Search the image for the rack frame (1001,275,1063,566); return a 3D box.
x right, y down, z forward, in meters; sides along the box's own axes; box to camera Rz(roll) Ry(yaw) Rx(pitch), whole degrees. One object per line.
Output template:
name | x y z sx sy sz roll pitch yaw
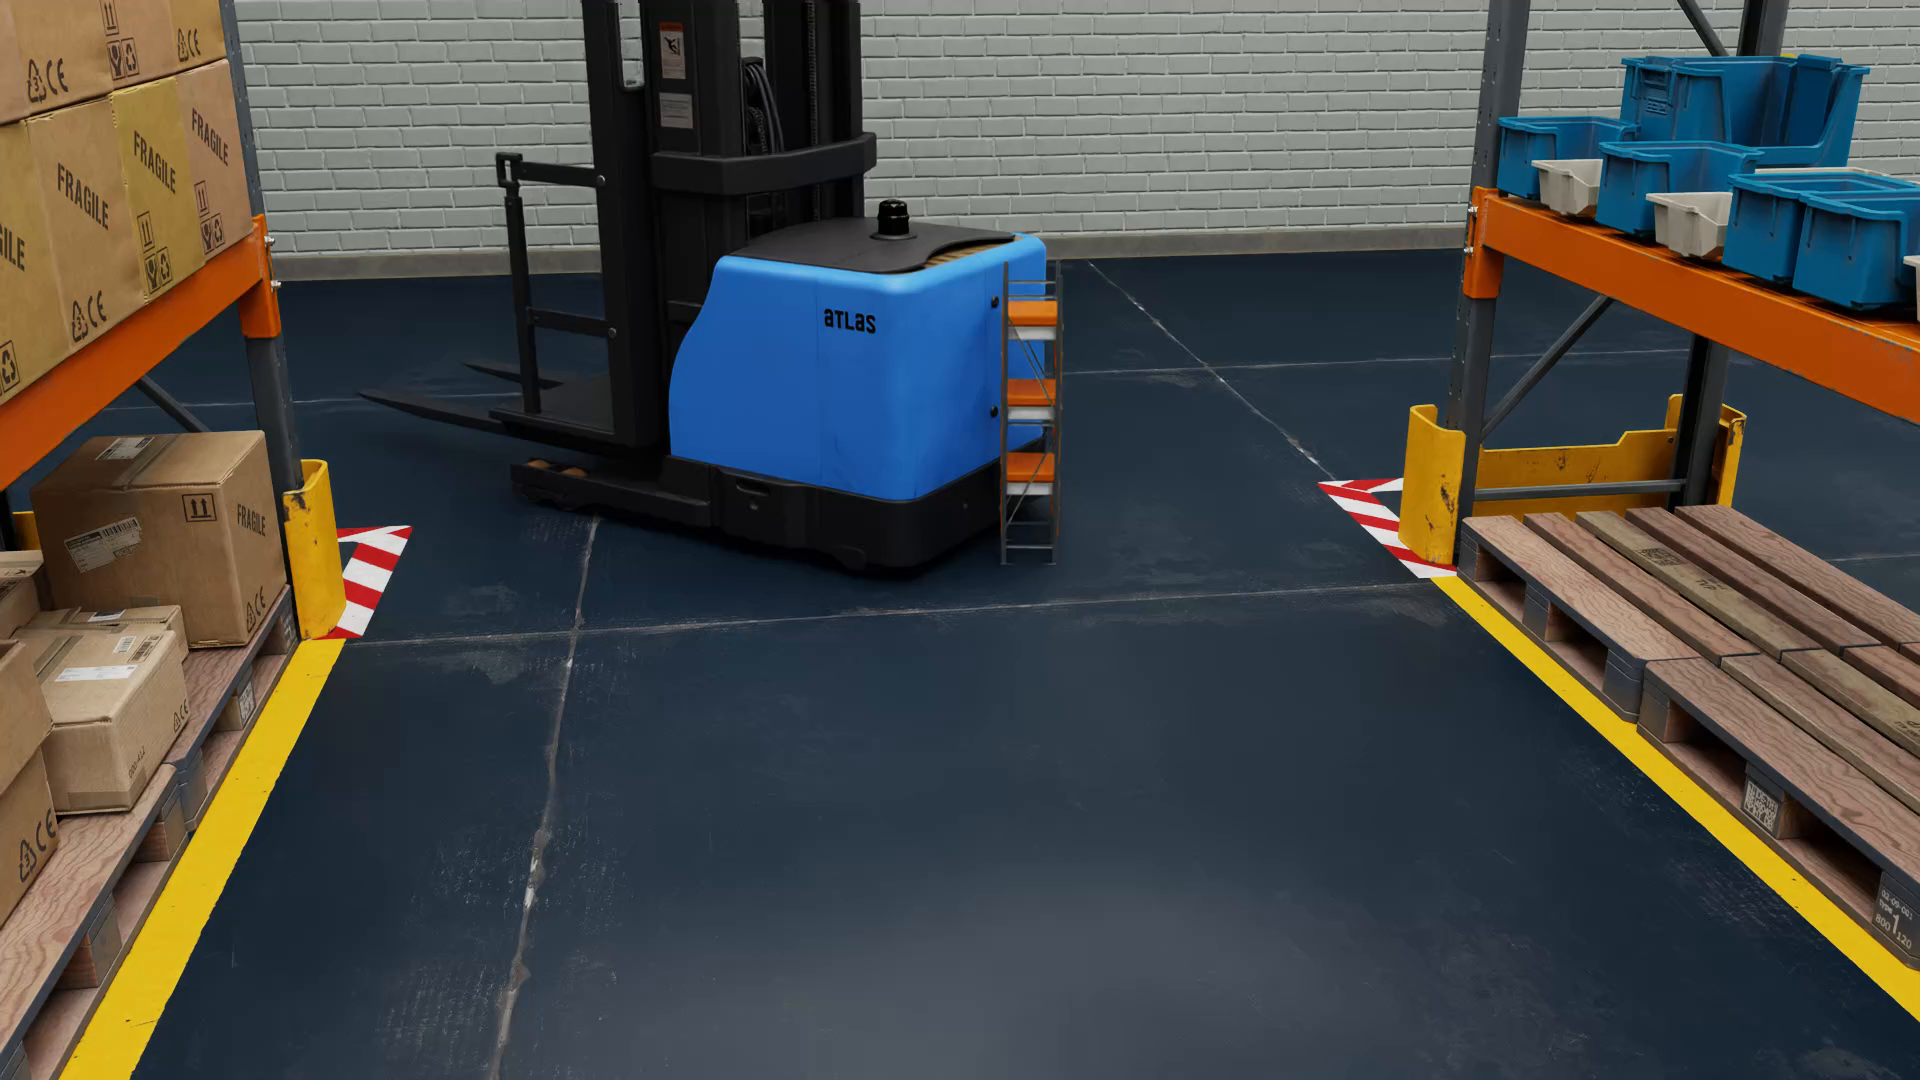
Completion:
rack frame | 0.247 -0.401 5.789 0.200 1.050 0.008 1 20 1

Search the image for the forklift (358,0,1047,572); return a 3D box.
forklift | -1.187 -1.631 6.394 3.031 2.935 1.130 12 24 30

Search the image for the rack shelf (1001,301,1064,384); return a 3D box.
rack shelf | 0.250 -0.699 5.807 0.215 0.259 0.240 1 20 1

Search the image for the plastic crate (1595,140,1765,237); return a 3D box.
plastic crate | 2.057 -1.012 4.792 0.416 0.233 0.300 -3 21 -8

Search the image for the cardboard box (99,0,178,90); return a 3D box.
cardboard box | -2.239 -1.344 3.955 0.500 0.500 0.500 -2 21 -6

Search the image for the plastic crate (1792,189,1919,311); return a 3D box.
plastic crate | 2.196 -0.680 3.903 0.416 0.233 0.300 -3 21 -8

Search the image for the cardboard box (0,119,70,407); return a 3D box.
cardboard box | -2.098 -0.522 3.184 0.500 0.500 0.500 -3 21 -9

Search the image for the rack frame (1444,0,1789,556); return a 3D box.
rack frame | 2.253 -1.392 5.656 1.000 3.000 0.127 -3 21 -8

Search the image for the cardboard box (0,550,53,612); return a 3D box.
cardboard box | -2.929 0.148 4.978 0.380 0.149 0.250 -3 21 -8

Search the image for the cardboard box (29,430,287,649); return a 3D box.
cardboard box | -2.327 -0.003 4.881 0.500 0.500 0.500 -3 21 -8

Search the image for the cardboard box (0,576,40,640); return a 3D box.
cardboard box | -2.780 0.314 4.389 0.500 0.250 0.500 -3 21 -8

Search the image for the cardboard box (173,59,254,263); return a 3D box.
cardboard box | -2.315 -1.049 4.595 0.500 0.500 0.500 -2 21 -6

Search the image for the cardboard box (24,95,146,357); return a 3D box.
cardboard box | -2.171 -0.697 3.651 0.500 0.500 0.500 -3 21 -7

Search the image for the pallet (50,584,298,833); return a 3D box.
pallet | -2.523 0.465 4.670 1.003 0.211 1.213 -3 21 -8

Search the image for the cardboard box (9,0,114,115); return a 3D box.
cardboard box | -2.160 -1.165 3.475 0.500 0.500 0.500 -2 21 -6

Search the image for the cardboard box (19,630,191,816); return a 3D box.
cardboard box | -2.220 0.445 4.040 0.500 0.250 0.500 -3 21 -8

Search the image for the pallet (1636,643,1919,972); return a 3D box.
pallet | 2.506 0.623 4.246 1.003 0.211 1.213 -3 21 -8

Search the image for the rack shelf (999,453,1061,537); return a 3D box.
rack shelf | 0.250 -0.173 6.004 0.215 0.259 0.240 1 20 1

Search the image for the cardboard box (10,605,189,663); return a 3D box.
cardboard box | -2.358 0.298 4.551 0.380 0.166 0.250 -3 21 -8

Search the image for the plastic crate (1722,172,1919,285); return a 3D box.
plastic crate | 2.152 -0.784 4.181 0.416 0.233 0.300 -3 21 -8

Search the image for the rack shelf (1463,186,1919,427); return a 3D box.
rack shelf | 2.541 -0.363 3.928 1.077 0.370 4.000 -3 21 -8

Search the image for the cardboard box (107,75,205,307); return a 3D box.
cardboard box | -2.237 -0.870 4.115 0.500 0.500 0.500 -3 21 -7

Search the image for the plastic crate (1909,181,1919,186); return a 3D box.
plastic crate | 2.577 -0.922 4.690 0.396 0.136 0.243 -3 21 -8

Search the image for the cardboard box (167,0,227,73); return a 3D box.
cardboard box | -2.313 -1.519 4.423 0.500 0.500 0.500 -3 21 -8

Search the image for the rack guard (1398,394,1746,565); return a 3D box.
rack guard | 2.236 -0.229 6.114 1.175 0.500 0.348 -3 21 -8

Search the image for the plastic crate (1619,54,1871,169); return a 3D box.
plastic crate | 2.486 -1.330 5.355 0.616 0.435 0.499 -3 21 -8

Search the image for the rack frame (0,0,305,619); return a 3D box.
rack frame | -2.649 -1.144 4.991 1.000 3.000 0.127 -3 21 -8

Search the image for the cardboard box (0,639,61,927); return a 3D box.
cardboard box | -2.349 0.554 3.384 0.797 0.503 0.637 -3 21 -8

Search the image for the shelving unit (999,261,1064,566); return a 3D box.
shelving unit | 0.250 -0.443 5.903 0.215 1.050 0.252 1 20 1

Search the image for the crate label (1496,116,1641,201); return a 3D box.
crate label | 1.963 -1.240 5.402 0.416 0.233 0.303 -3 21 -8

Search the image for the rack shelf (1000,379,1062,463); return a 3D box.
rack shelf | 0.250 -0.434 5.907 0.215 0.259 0.240 1 20 1

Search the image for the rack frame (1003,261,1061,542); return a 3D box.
rack frame | 0.253 -0.486 6.017 0.200 1.050 0.008 1 20 1

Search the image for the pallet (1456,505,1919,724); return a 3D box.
pallet | 2.333 0.202 5.375 1.003 0.211 1.213 -3 21 -8

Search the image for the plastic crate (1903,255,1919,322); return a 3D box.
plastic crate | 2.281 -0.500 3.558 0.293 0.136 0.466 -3 21 -8

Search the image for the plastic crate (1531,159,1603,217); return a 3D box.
plastic crate | 1.927 -1.079 5.110 0.250 0.136 0.298 -3 21 -8

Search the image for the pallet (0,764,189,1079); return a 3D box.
pallet | -2.350 0.887 3.541 1.003 0.211 1.213 -3 21 -8

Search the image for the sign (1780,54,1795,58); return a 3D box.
sign | 2.795 -1.502 5.717 0.100 0.325 0.005 -3 21 -8

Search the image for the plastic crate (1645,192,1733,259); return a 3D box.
plastic crate | 2.025 -0.845 4.481 0.250 0.136 0.298 -3 21 -8

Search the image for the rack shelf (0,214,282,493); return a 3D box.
rack shelf | -2.361 -0.114 3.263 1.077 0.370 4.000 -3 21 -8

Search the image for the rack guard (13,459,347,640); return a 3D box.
rack guard | -2.638 0.054 5.358 1.175 0.500 0.348 -3 21 -8

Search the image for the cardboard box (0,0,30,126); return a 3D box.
cardboard box | -2.086 -0.987 2.999 0.500 0.500 0.500 -2 21 -6

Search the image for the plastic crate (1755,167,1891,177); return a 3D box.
plastic crate | 2.549 -1.024 4.961 0.396 0.136 0.243 -3 21 -8
